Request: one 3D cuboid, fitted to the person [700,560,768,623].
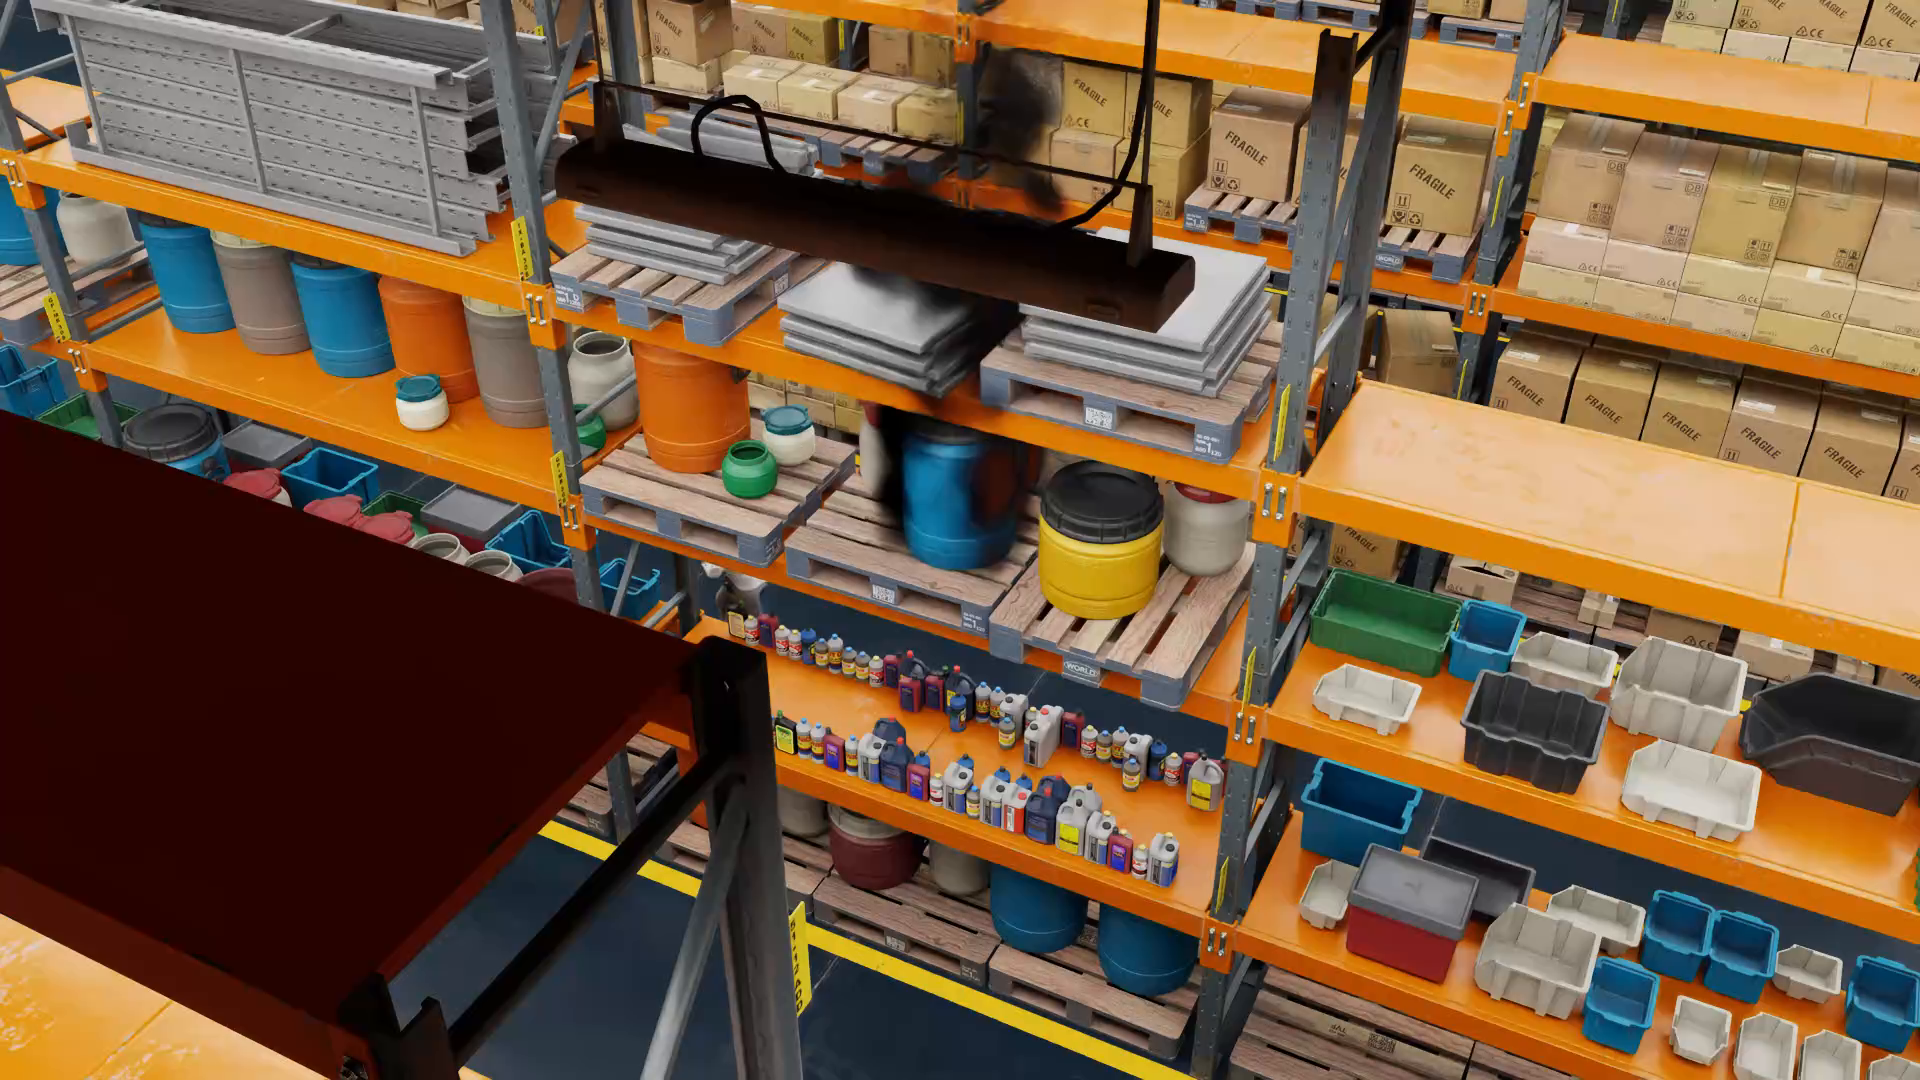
[{"bbox_3d":[-1.501,0.339,11.937,0.827,1.725,0.636,16,38,21],"label":"person"}]
